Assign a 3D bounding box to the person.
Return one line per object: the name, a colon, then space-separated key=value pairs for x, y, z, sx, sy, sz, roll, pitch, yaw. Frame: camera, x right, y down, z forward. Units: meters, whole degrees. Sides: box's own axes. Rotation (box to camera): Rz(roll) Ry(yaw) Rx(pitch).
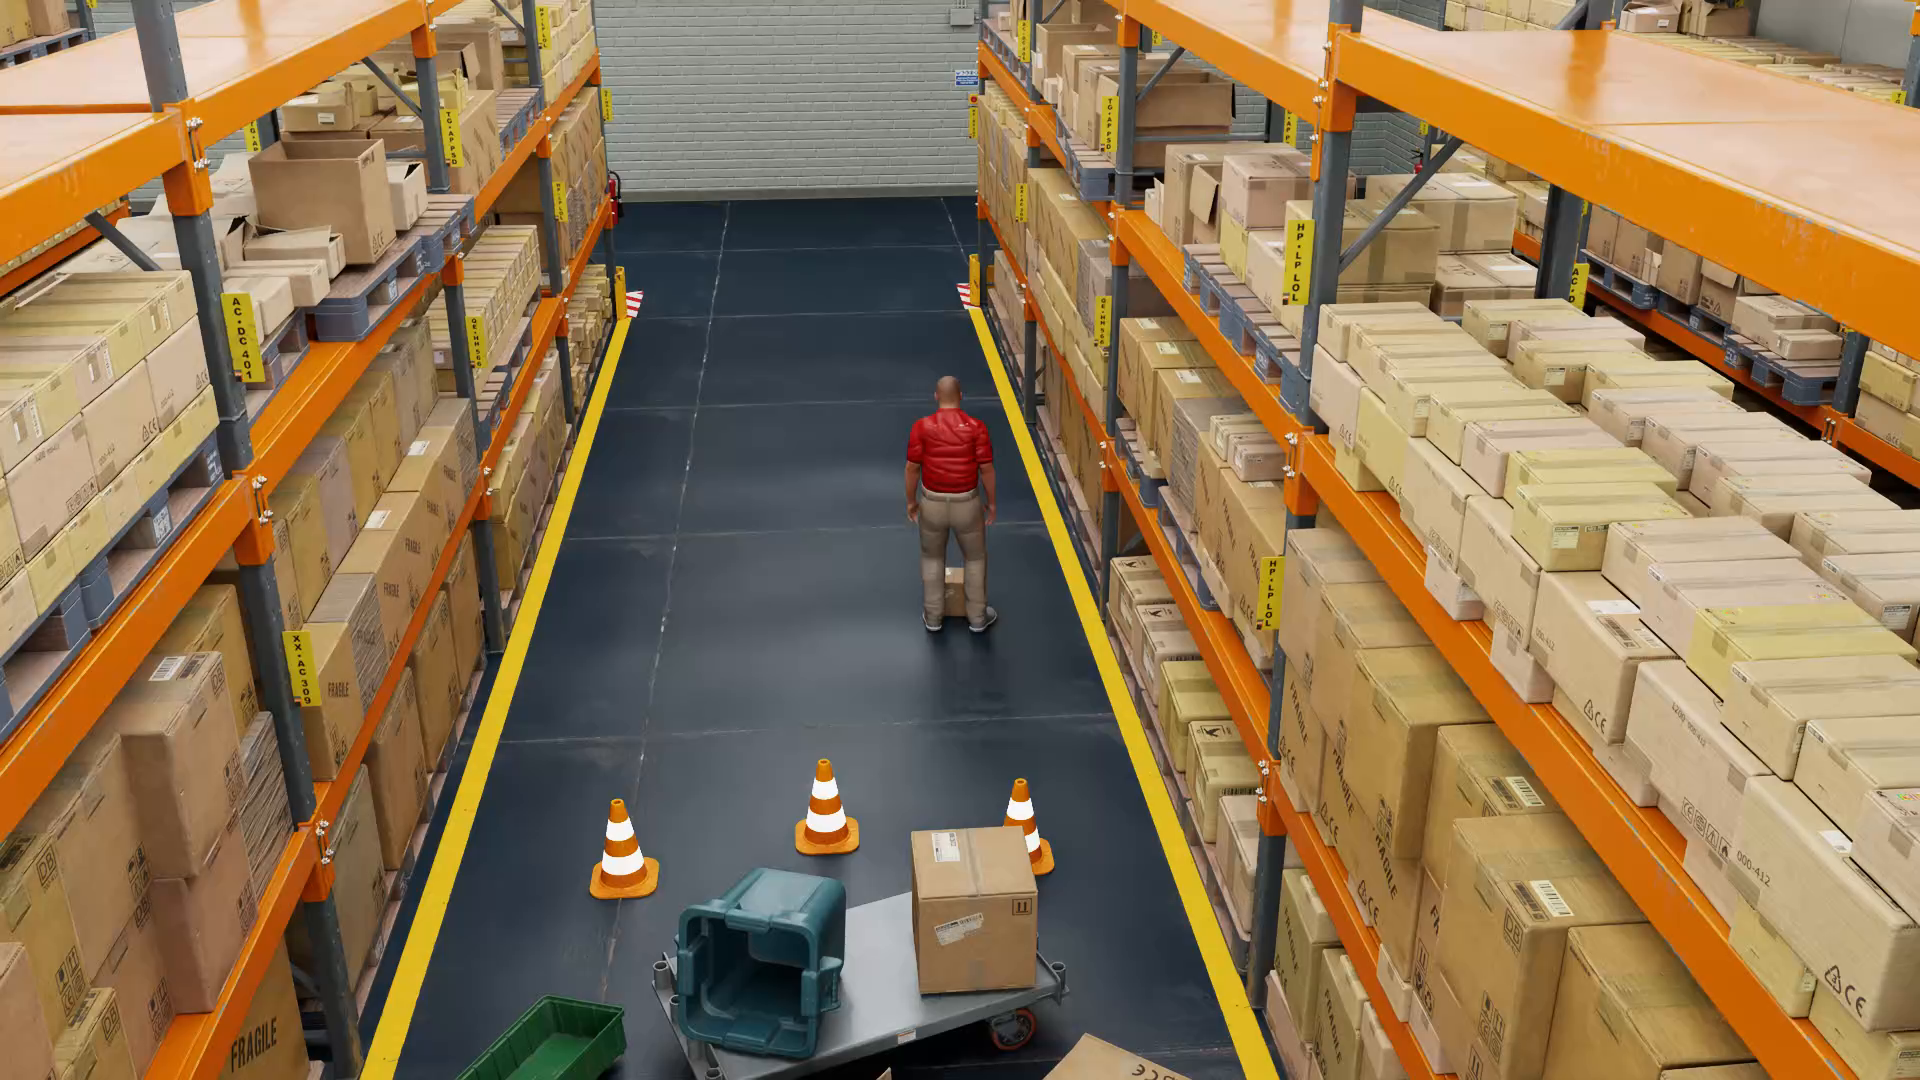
person: x=-0.057 y=-0.223 z=10.854 sx=0.593 sy=1.726 sz=0.387 roll=2 pitch=24 yaw=5
